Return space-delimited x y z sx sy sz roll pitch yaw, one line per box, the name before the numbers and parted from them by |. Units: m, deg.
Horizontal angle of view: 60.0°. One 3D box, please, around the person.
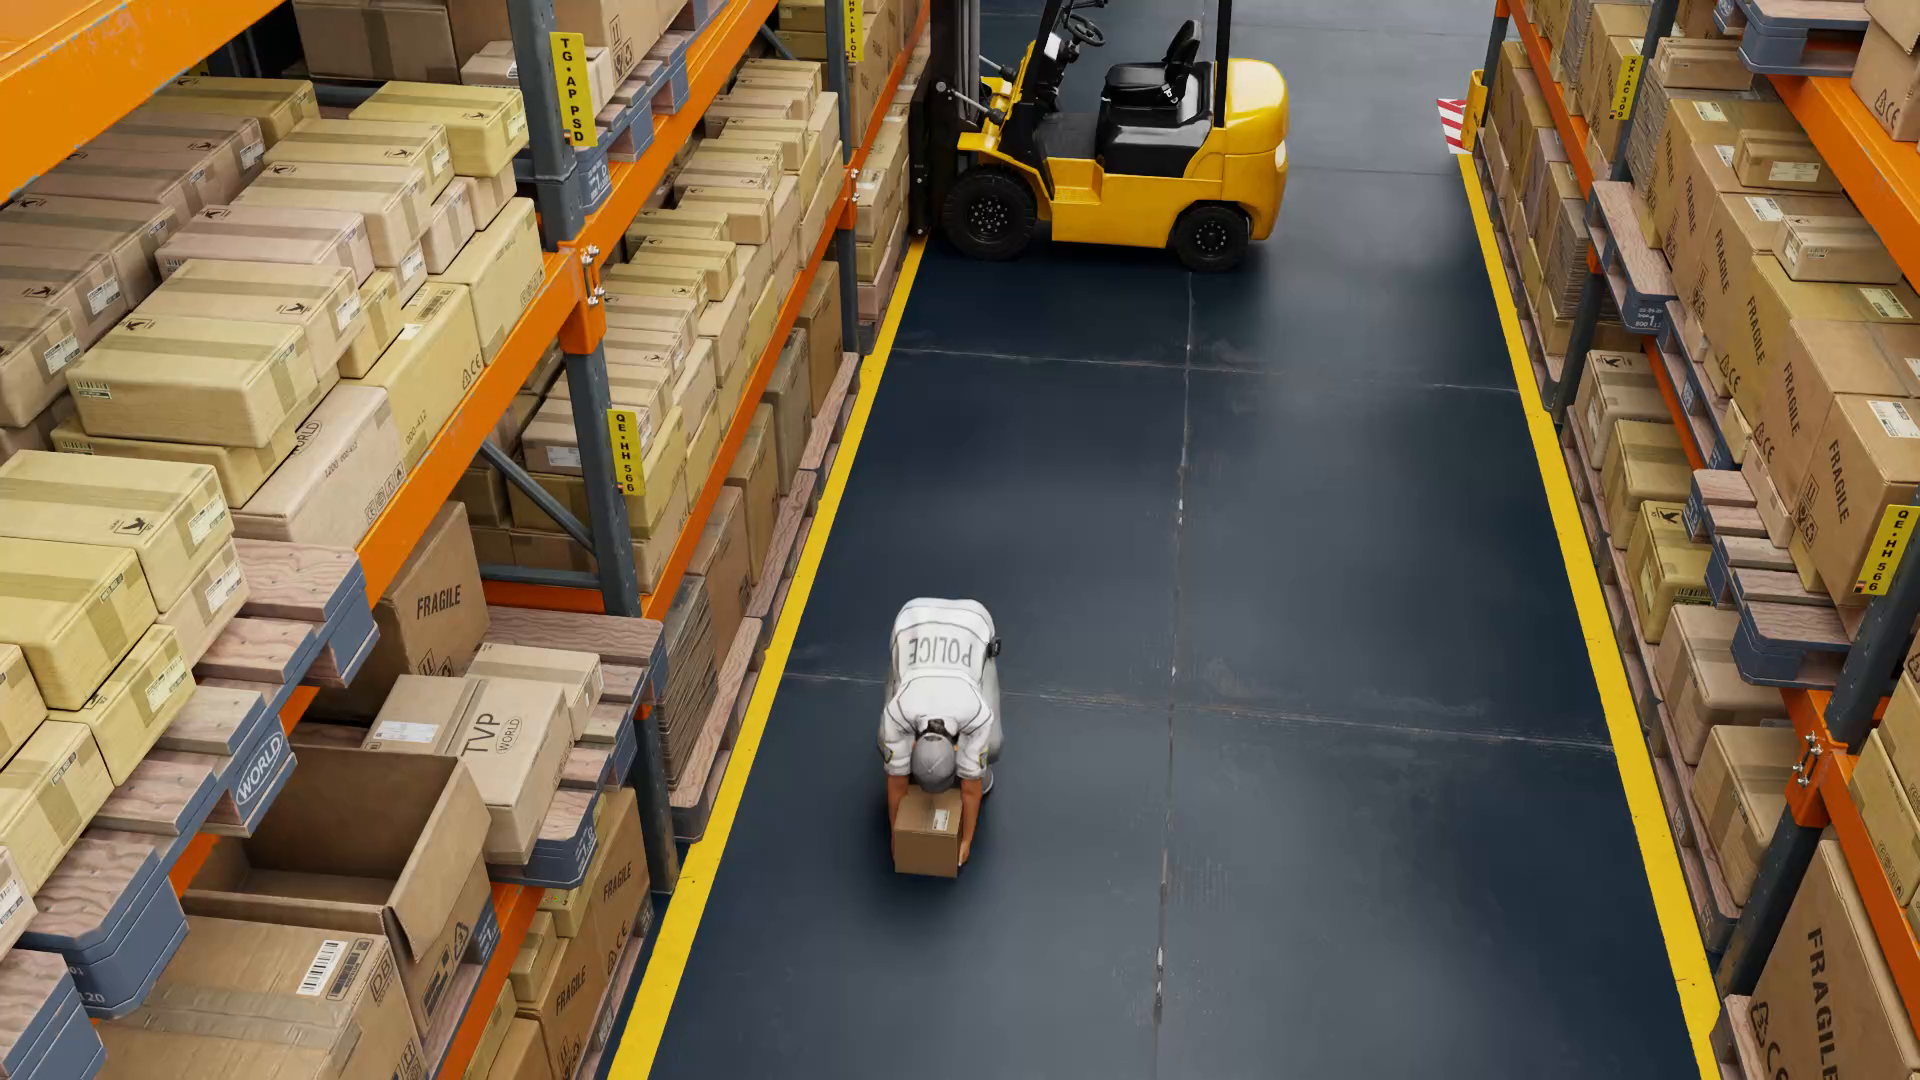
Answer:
person | -0.080 0.757 6.732 0.521 0.834 0.942 3 36 4
